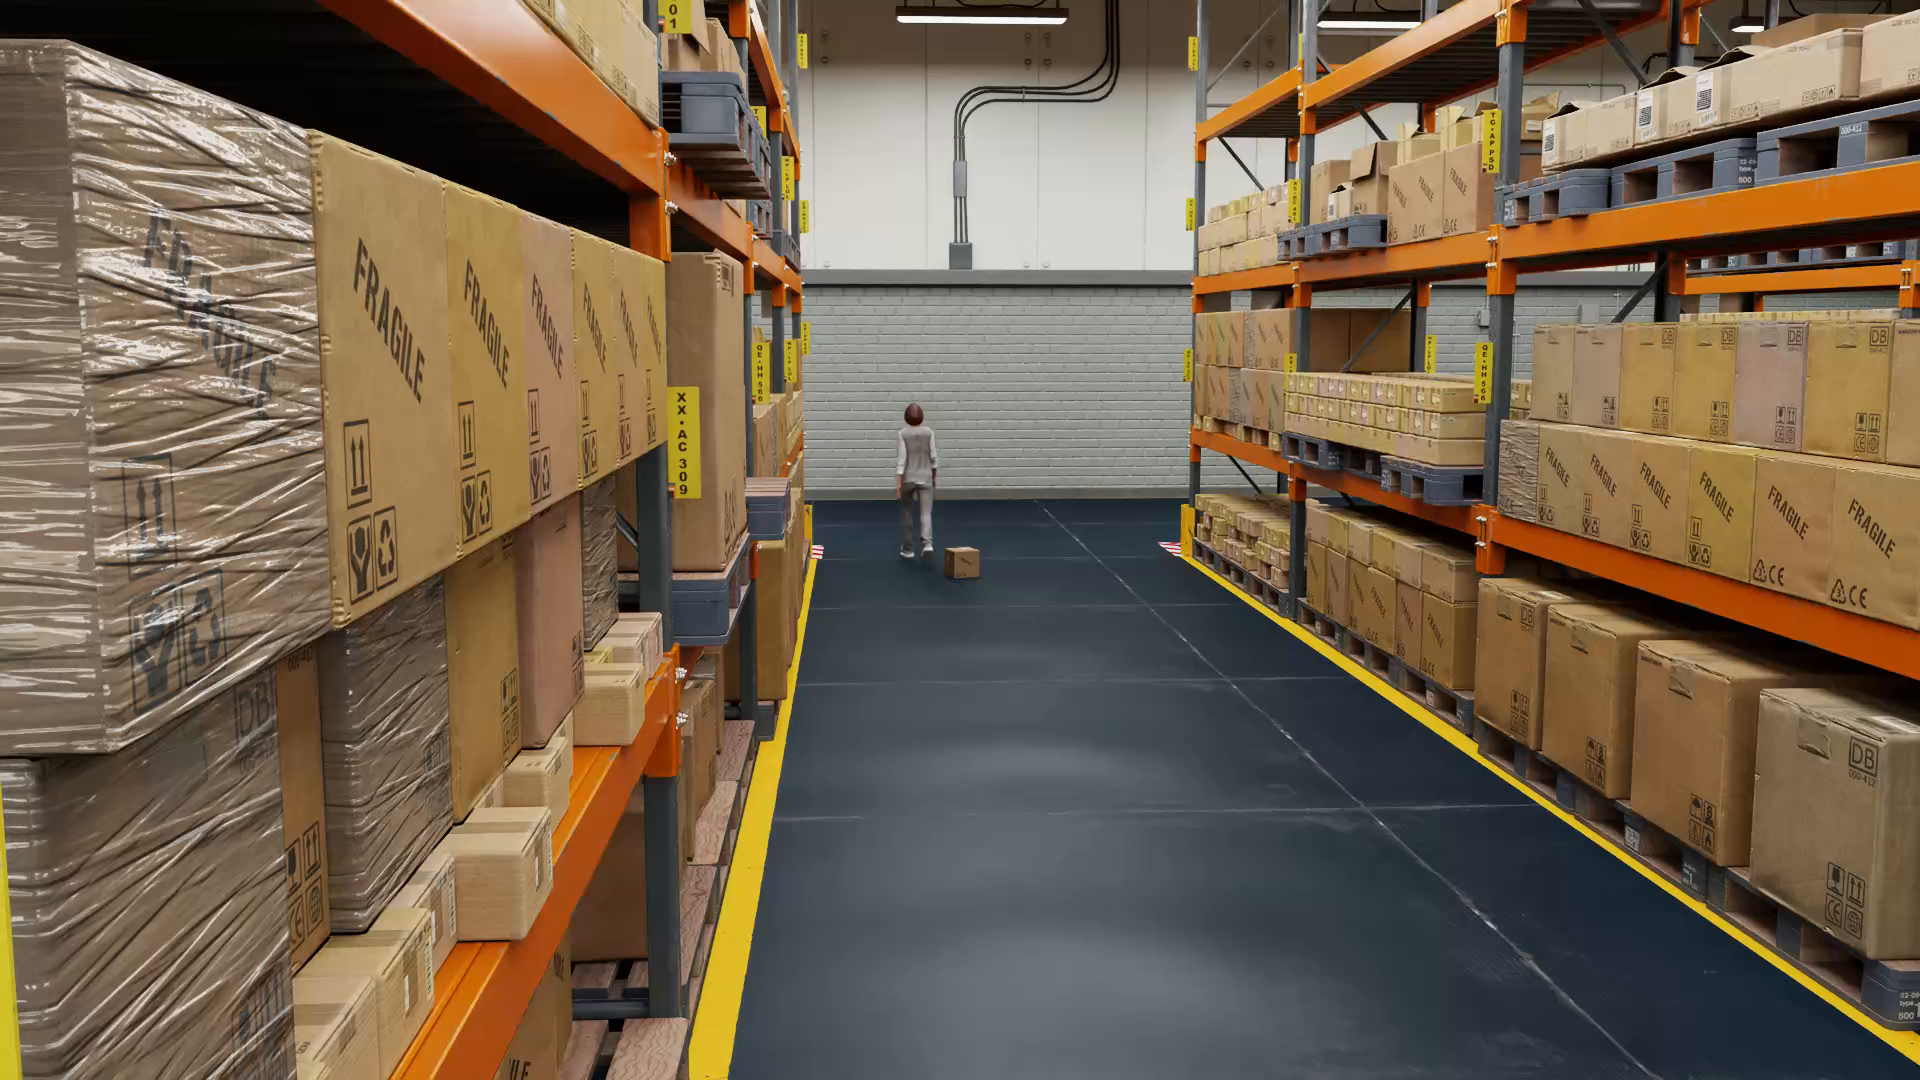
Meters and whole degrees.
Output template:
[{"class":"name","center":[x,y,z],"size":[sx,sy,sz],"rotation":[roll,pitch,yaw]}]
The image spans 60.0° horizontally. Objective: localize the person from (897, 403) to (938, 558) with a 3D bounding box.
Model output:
[{"class":"person","center":[-0.423,-0.573,16.410],"size":[0.420,1.544,0.885],"rotation":[-1,7,-7]}]
